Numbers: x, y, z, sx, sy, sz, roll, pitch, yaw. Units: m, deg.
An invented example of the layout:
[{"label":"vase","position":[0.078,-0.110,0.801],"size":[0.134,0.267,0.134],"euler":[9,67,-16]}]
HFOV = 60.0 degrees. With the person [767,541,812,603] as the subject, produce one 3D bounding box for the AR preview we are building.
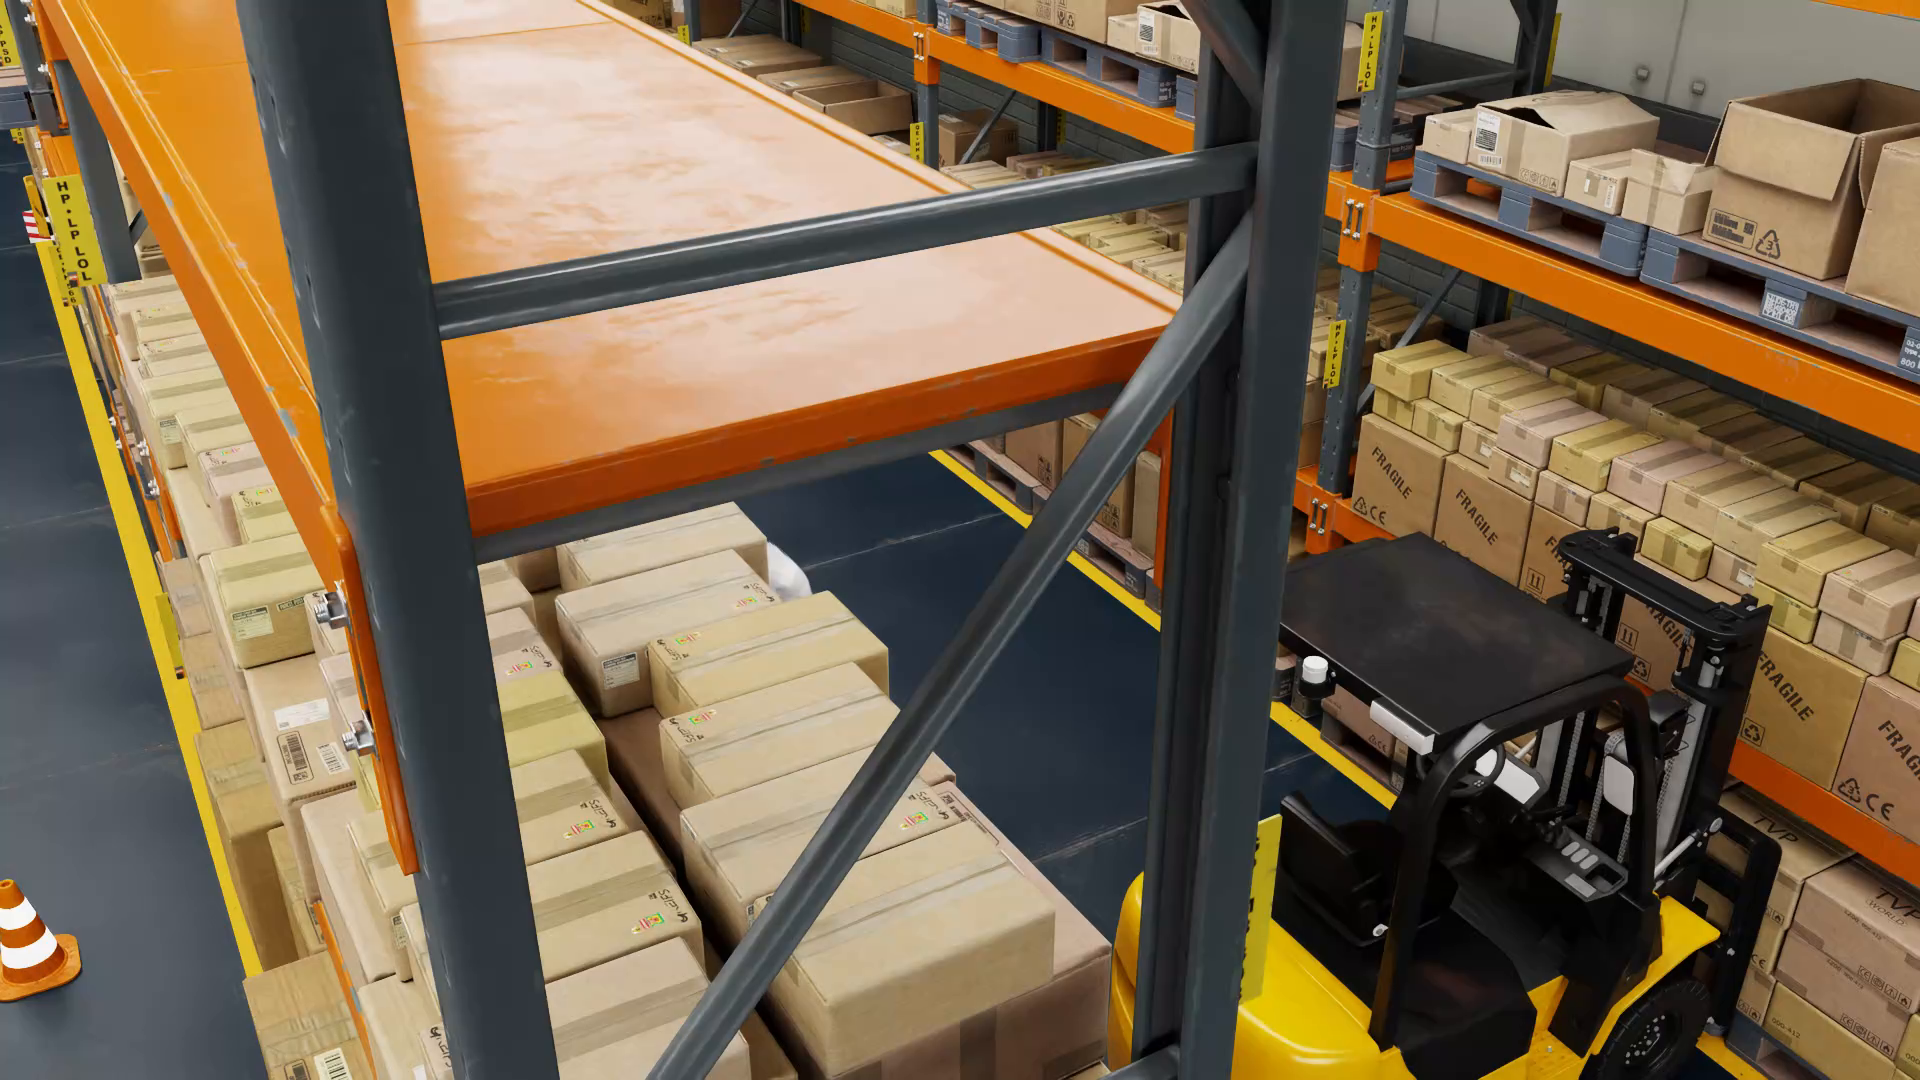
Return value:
[{"label":"person","position":[-1.102,0.430,7.988],"size":[0.802,1.543,0.488],"euler":[-17,33,-27]}]
